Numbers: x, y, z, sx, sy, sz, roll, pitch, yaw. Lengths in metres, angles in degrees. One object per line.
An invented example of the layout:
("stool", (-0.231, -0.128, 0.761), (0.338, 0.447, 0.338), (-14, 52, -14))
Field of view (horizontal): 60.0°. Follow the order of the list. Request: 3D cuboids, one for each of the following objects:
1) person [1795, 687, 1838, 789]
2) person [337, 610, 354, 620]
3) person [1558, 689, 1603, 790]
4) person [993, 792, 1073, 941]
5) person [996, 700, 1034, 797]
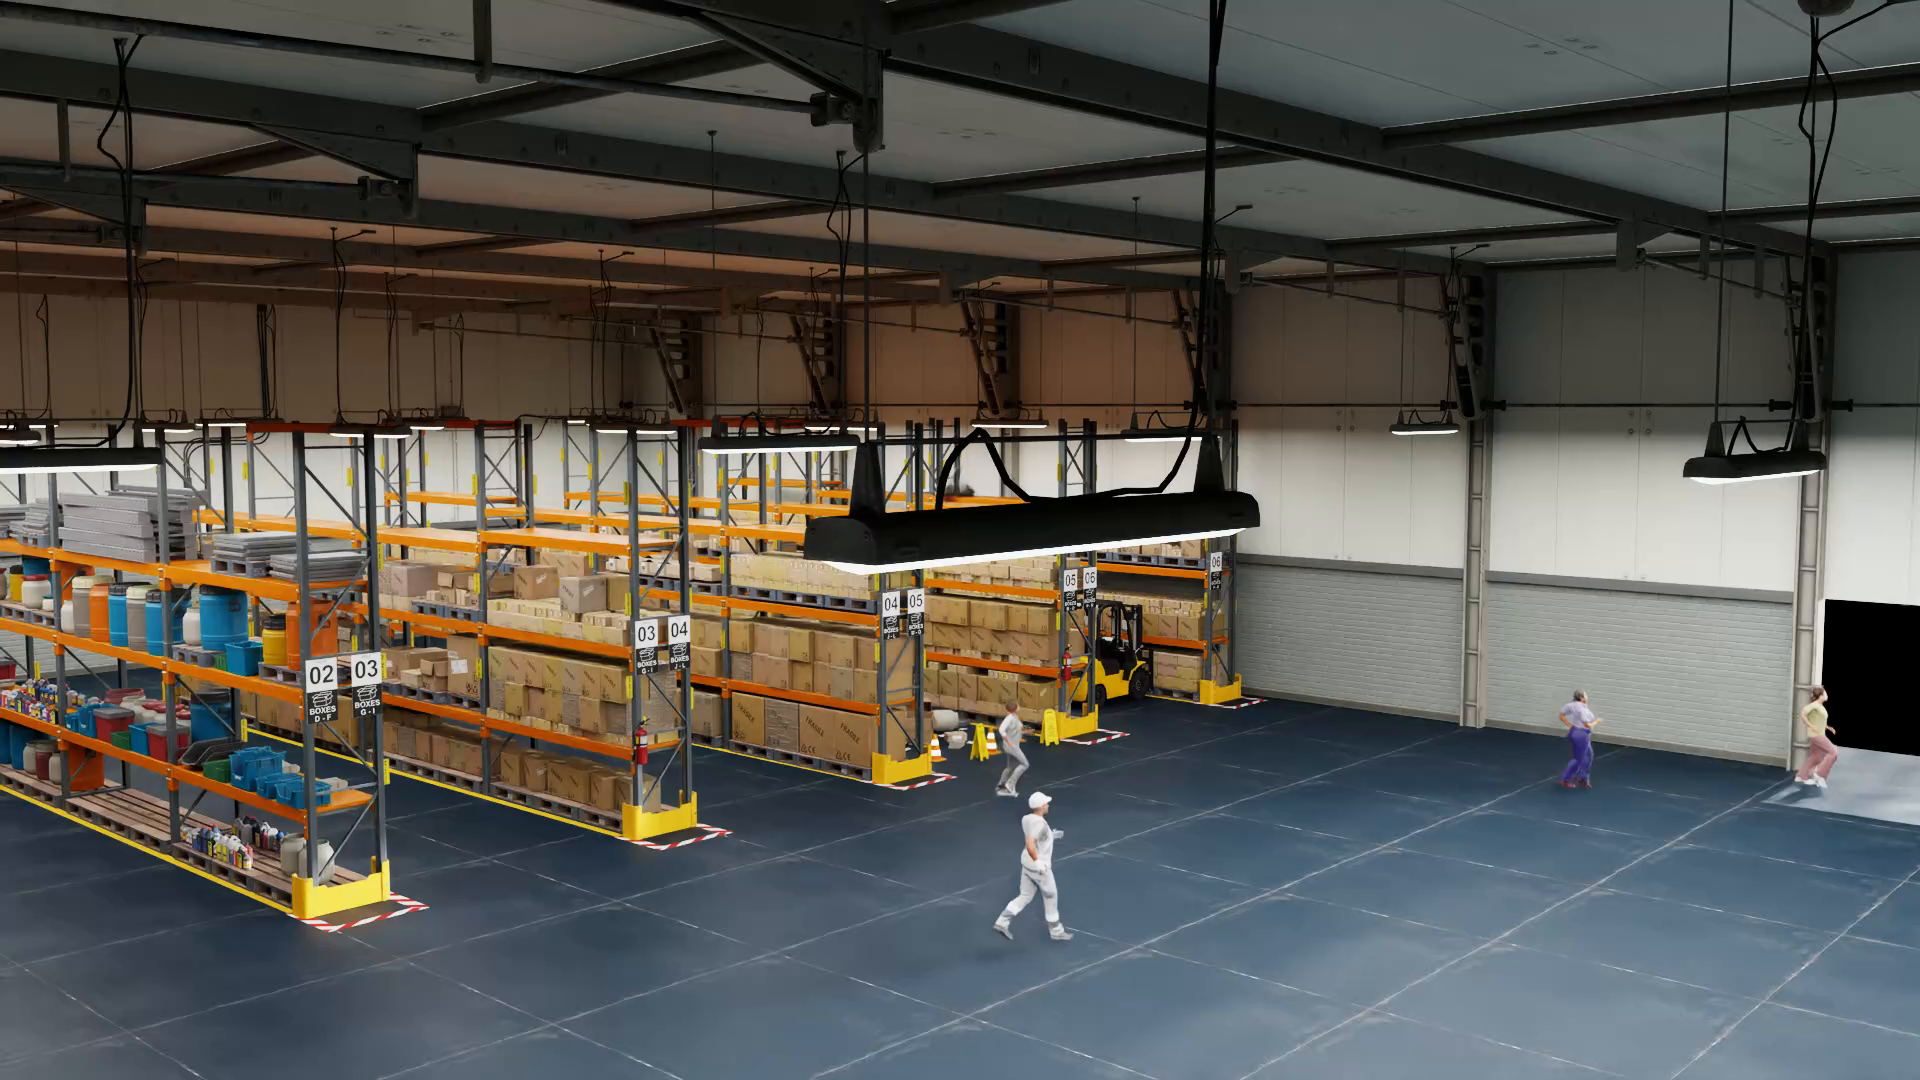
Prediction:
("person", (14.202, 3.257, 27.522), (0.646, 1.658, 0.592), (3, 6, 36))
("person", (-14.184, 2.398, 38.186), (0.770, 1.713, 0.722), (1, 5, 12))
("person", (10.154, 3.289, 27.253), (0.708, 1.704, 0.585), (0, 5, -1))
("person", (0.871, 3.818, 19.365), (1.004, 1.776, 0.663), (-2, 5, -24))
("person", (0.882, 3.351, 26.775), (0.617, 1.573, 0.540), (0, 5, 2))
